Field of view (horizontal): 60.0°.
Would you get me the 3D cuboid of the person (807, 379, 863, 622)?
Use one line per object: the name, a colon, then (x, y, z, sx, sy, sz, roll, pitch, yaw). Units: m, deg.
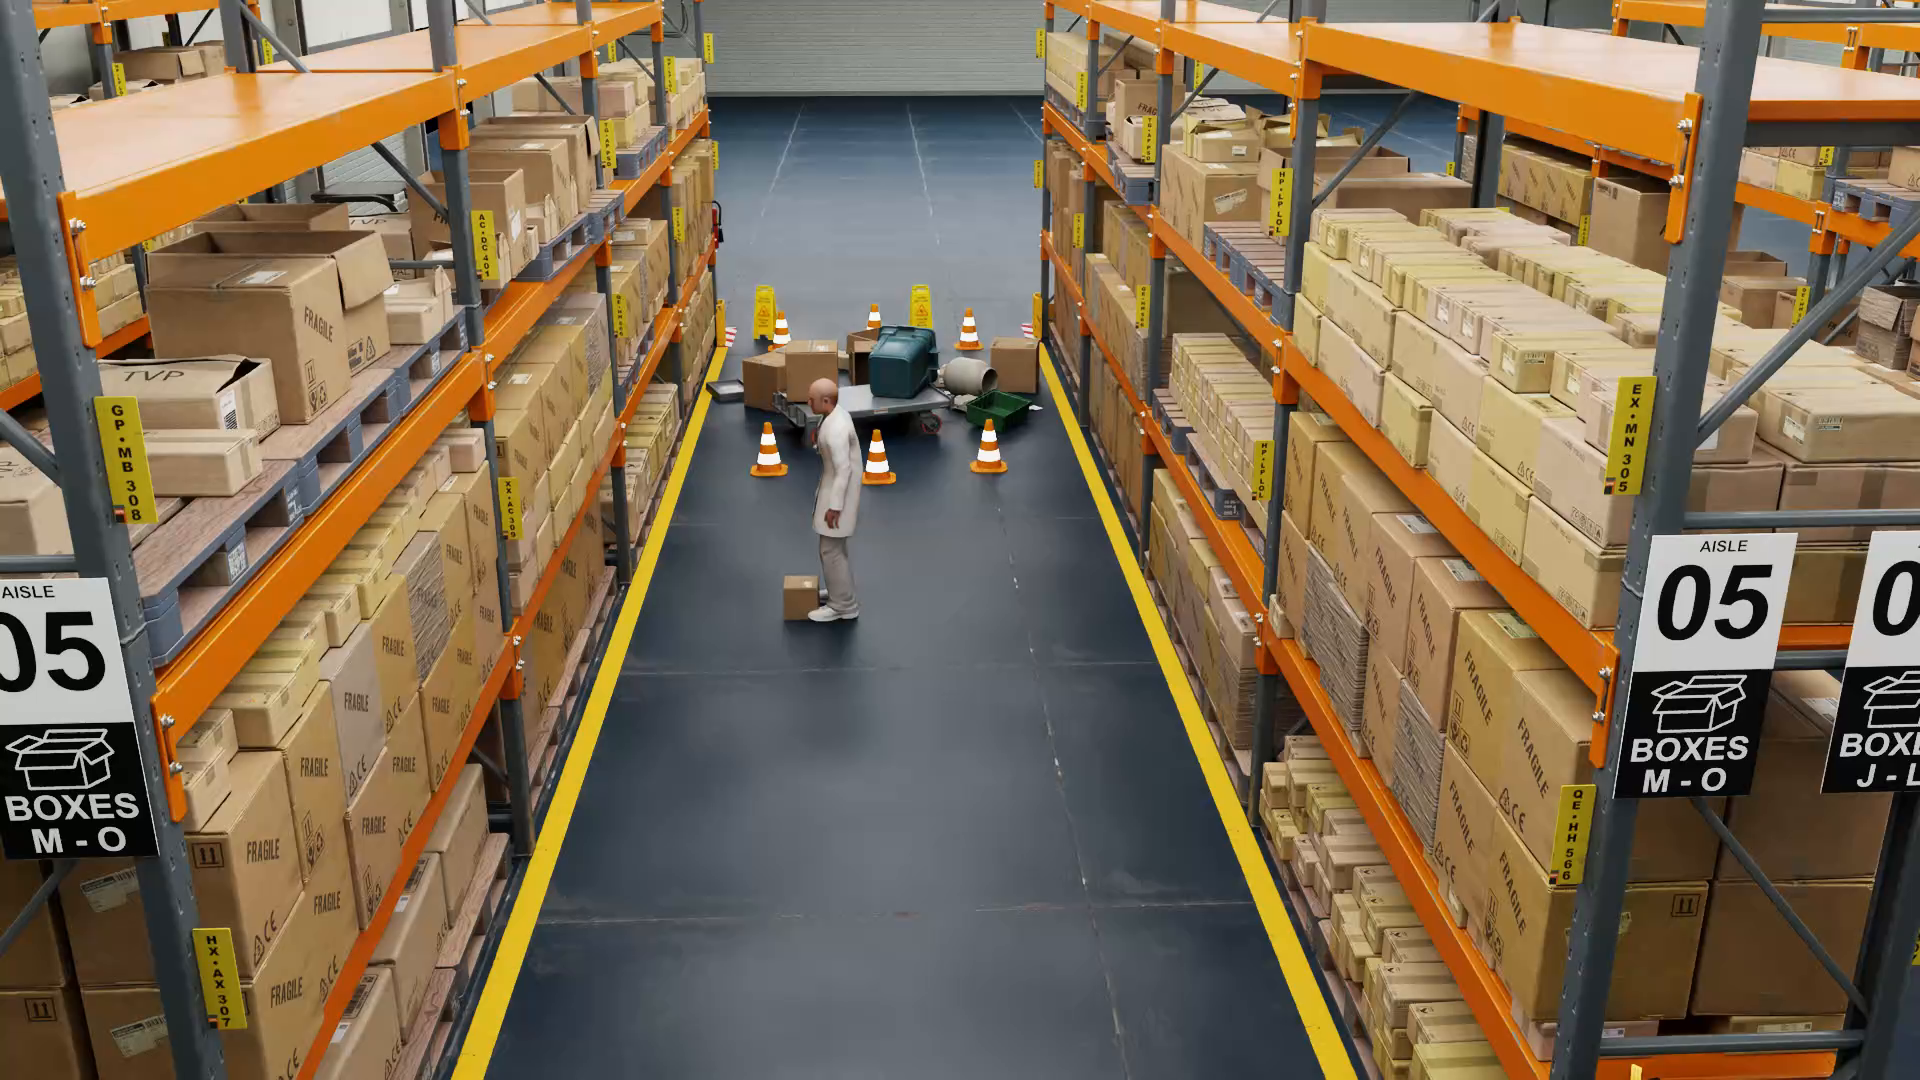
person: (-0.907, -0.299, 11.918, 0.429, 1.772, 0.643, -2, 20, -6)
